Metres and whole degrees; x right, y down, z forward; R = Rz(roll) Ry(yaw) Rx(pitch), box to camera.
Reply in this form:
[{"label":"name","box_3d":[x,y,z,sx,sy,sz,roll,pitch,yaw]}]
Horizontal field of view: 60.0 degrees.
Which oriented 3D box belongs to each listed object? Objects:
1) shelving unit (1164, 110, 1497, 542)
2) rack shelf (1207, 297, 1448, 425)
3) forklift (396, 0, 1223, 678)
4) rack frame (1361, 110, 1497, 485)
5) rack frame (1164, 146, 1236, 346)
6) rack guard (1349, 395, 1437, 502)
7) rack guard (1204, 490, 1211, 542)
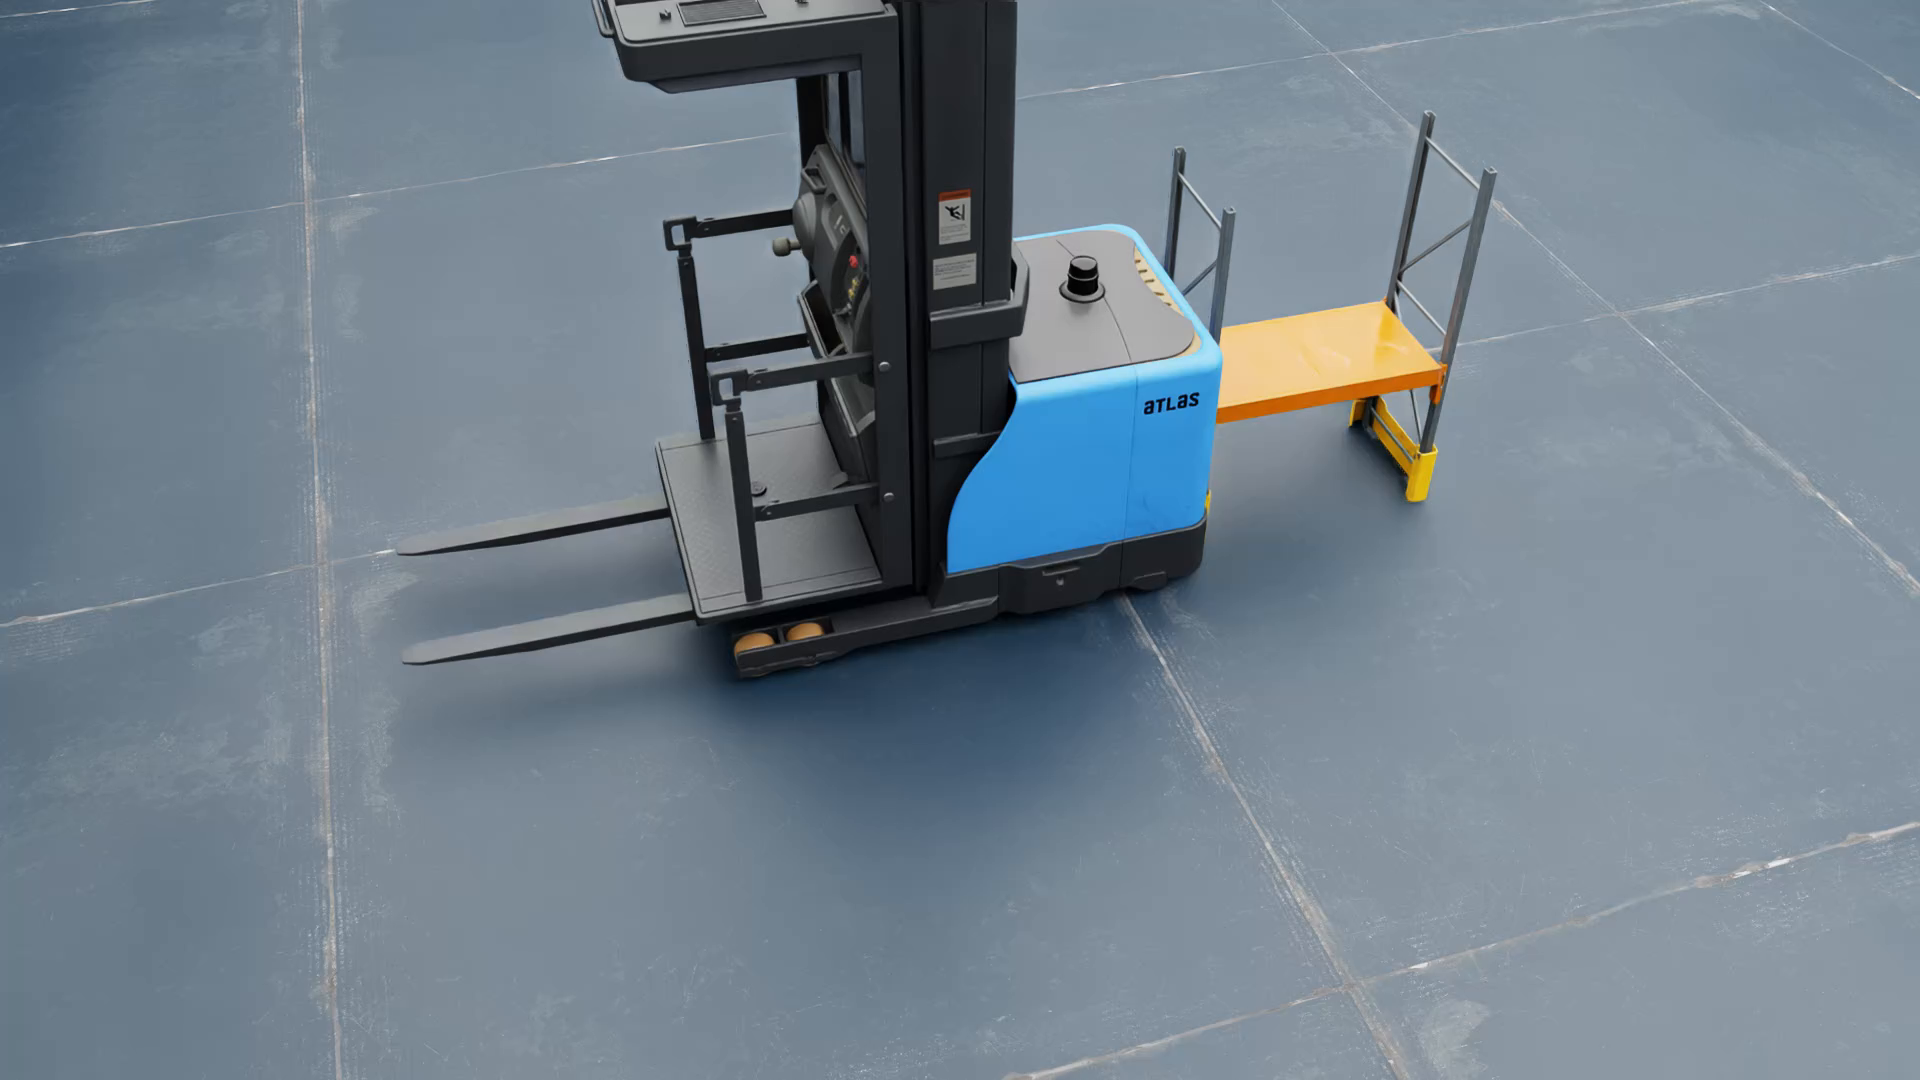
[{"label":"shelving unit","box_3d":[1.355,-0.821,6.550,1.083,1.500,0.587,-11,42,-12]},{"label":"rack shelf","box_3d":[1.364,-0.687,6.670,1.000,0.185,0.538,-11,42,-12]},{"label":"forklift","box_3d":[-0.622,-0.985,5.650,3.031,2.935,1.130,-11,42,-12]},{"label":"rack frame","box_3d":[1.852,-0.916,6.658,0.032,1.500,0.500,-11,42,-12]},{"label":"rack frame","box_3d":[0.876,-0.730,6.445,0.032,1.500,0.500,-11,42,-12]},{"label":"rack guard","box_3d":[1.833,-0.442,7.066,0.087,0.250,0.587,-11,42,-12]},{"label":"rack guard","box_3d":[0.877,-0.259,6.857,0.087,0.250,0.587,-11,42,-12]}]
